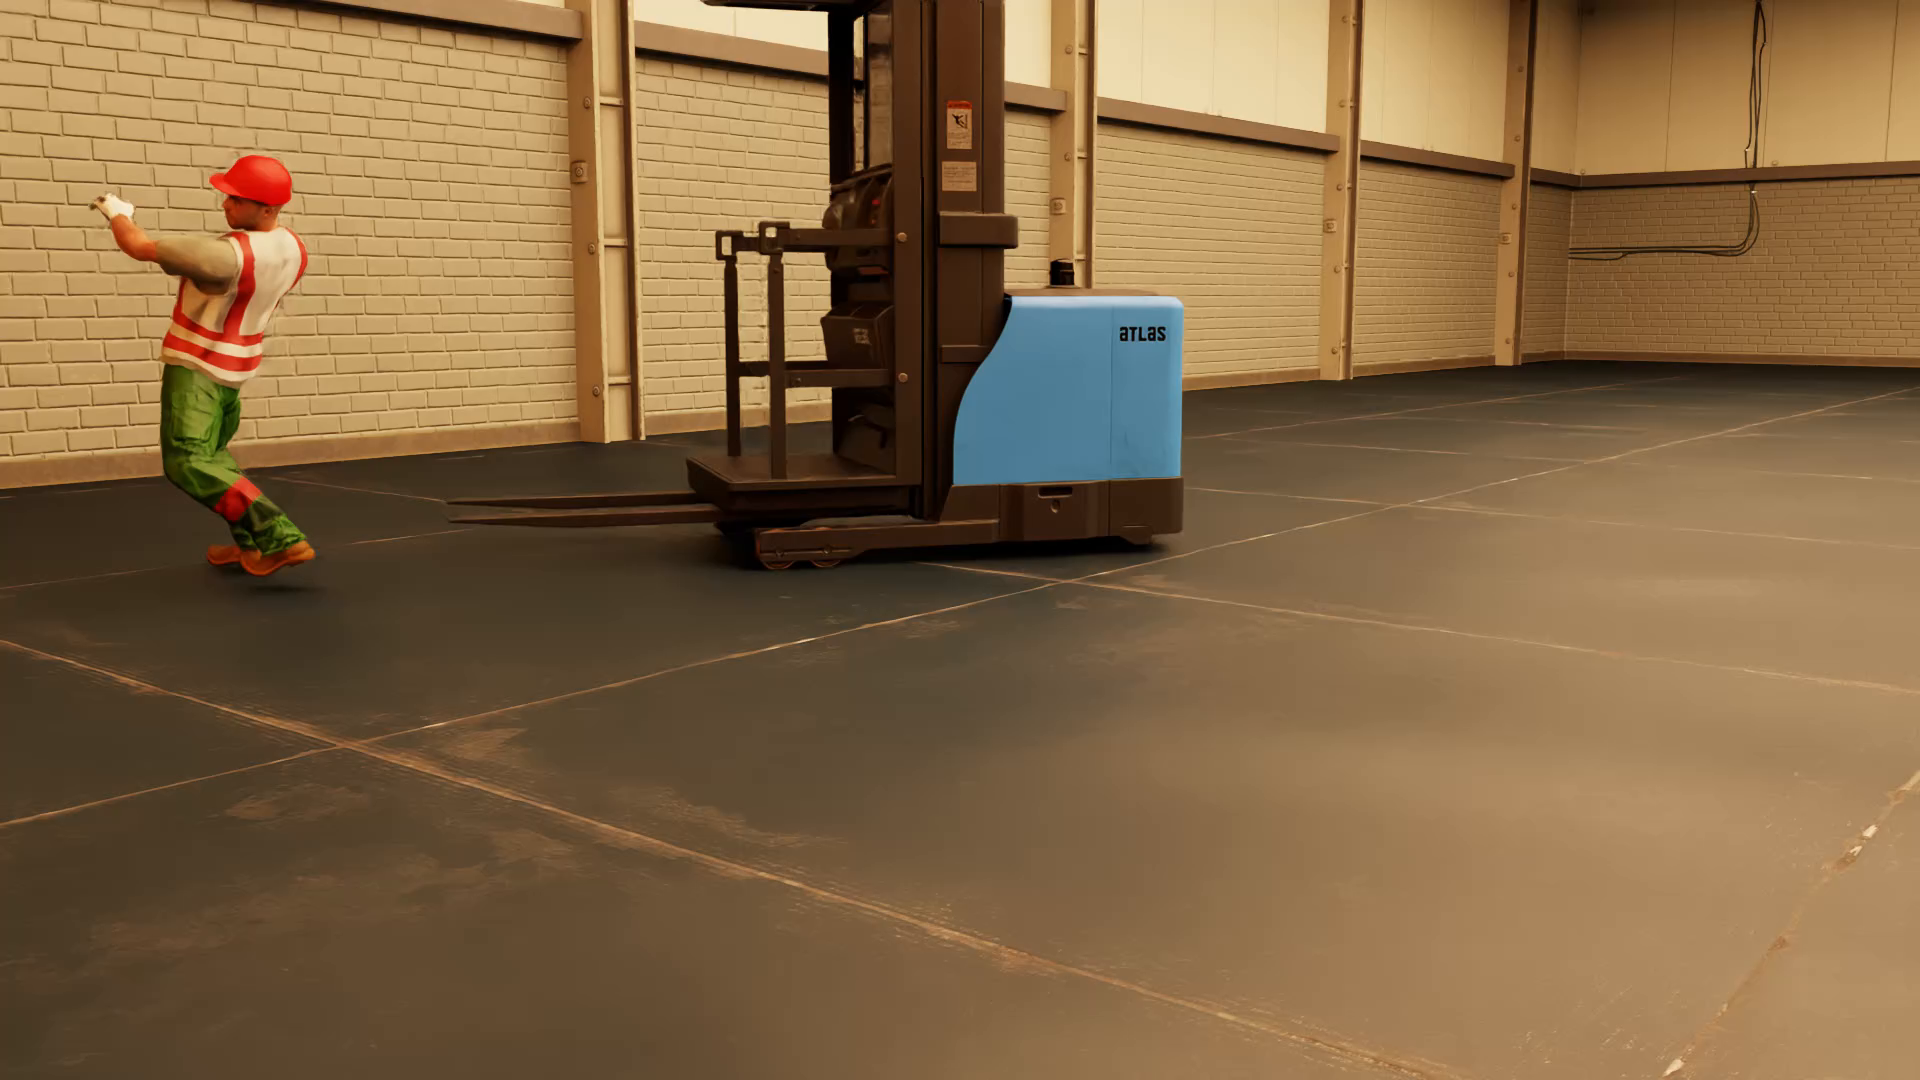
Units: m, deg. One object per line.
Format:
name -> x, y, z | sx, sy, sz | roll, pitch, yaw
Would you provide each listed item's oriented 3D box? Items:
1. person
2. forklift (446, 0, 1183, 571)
person -> -2.828, -0.659, 6.400 | 0.808, 1.557, 0.997 | -1, 8, -7
forklift -> -0.615, -1.415, 6.951 | 3.031, 2.935, 1.130 | -3, 9, -18
